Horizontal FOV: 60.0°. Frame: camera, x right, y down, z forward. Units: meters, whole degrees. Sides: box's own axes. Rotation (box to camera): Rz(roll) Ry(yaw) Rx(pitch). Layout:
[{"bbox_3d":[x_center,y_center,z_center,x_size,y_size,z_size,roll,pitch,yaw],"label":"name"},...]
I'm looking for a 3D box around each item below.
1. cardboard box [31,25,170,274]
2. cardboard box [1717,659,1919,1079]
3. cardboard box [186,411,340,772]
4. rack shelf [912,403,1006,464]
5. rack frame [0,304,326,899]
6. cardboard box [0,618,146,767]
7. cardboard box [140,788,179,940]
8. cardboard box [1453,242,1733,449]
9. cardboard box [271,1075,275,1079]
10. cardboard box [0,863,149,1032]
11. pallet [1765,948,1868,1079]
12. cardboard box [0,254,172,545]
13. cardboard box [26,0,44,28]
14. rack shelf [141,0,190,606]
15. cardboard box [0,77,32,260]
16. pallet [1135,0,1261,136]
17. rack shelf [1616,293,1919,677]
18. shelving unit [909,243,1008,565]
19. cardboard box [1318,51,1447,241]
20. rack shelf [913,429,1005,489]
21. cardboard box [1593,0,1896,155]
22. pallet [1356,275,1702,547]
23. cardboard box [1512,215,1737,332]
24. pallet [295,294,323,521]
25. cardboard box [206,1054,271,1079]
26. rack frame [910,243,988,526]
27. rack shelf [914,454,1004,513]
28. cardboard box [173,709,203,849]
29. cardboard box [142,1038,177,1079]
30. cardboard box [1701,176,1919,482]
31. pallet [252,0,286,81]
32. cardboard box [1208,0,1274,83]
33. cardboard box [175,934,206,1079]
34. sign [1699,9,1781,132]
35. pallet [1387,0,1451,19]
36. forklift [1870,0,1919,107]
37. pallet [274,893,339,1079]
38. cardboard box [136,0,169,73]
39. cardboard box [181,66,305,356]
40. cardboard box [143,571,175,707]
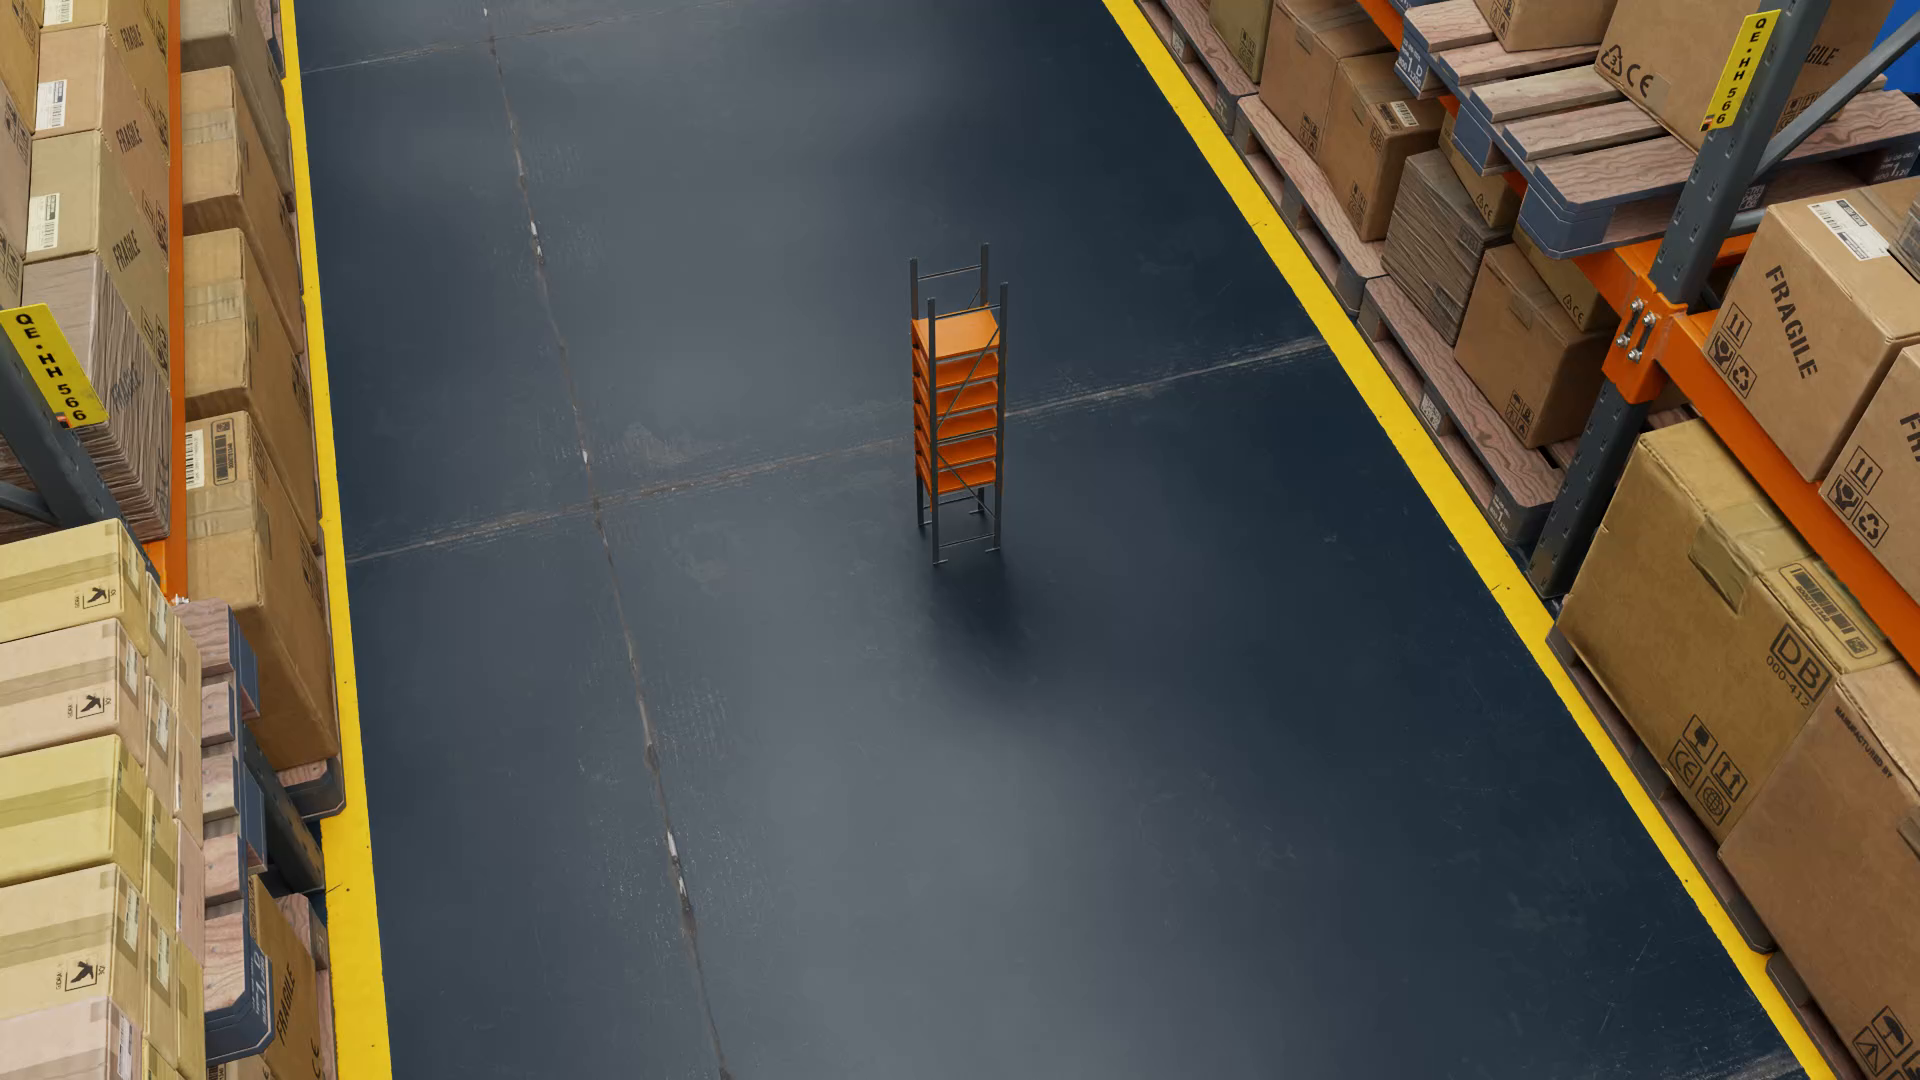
[{"bbox_3d":[-2.534,-1.031,4.592,0.500,0.500,0.500,-13,51,-11],"label":"cardboard box"},{"bbox_3d":[2.852,0.792,4.235,1.225,0.875,0.875,-13,51,-11],"label":"cardboard box"},{"bbox_3d":[-2.451,0.254,4.771,1.050,0.750,0.750,-14,51,-11],"label":"cardboard box"},{"bbox_3d":[-0.004,-0.369,5.334,0.258,0.103,0.180,-13,51,-11],"label":"rack shelf"},{"bbox_3d":[-2.357,0.129,3.679,1.000,3.000,0.127,-13,51,-11],"label":"rack frame"},{"bbox_3d":[-1.702,0.321,3.018,0.380,0.149,0.250,-14,51,-11],"label":"cardboard box"},{"bbox_3d":[-1.615,0.623,2.958,0.380,0.149,0.250,-12,51,-10],"label":"cardboard box"},{"bbox_3d":[2.194,-0.740,5.759,0.700,0.500,0.500,-16,52,-13],"label":"cardboard box"},{"bbox_3d":[-1.763,1.601,3.799,0.500,0.500,0.500,-11,51,-10],"label":"cardboard box"},{"bbox_3d":[-1.542,0.707,2.693,0.380,0.149,0.250,-12,51,-10],"label":"cardboard box"},{"bbox_3d":[2.929,1.462,4.379,1.003,0.211,1.213,-13,51,-11],"label":"pallet"},{"bbox_3d":[-2.232,-0.292,3.969,0.500,0.500,0.500,-13,51,-11],"label":"cardboard box"},{"bbox_3d":[-2.936,-1.672,4.478,0.700,0.500,0.500,-14,51,-11],"label":"cardboard box"},{"bbox_3d":[-2.948,-1.100,5.186,1.077,0.370,4.000,-13,51,-11],"label":"rack shelf"},{"bbox_3d":[-2.631,-0.925,3.848,0.700,0.500,0.500,-14,51,-12],"label":"cardboard box"},{"bbox_3d":[1.460,-2.373,7.612,1.003,0.211,1.213,-13,51,-11],"label":"pallet"},{"bbox_3d":[3.003,0.774,3.606,1.077,0.370,4.000,-13,51,-11],"label":"rack shelf"},{"bbox_3d":[-0.004,-0.397,5.300,0.258,1.200,0.189,-13,51,-11],"label":"shelving unit"},{"bbox_3d":[1.843,-1.554,6.446,0.700,0.500,0.500,-9,51,-8],"label":"cardboard box"},{"bbox_3d":[-0.004,-0.291,5.426,0.258,0.103,0.180,-13,51,-11],"label":"rack shelf"},{"bbox_3d":[2.213,-1.472,4.689,0.500,0.500,0.500,-19,52,-15],"label":"cardboard box"},{"bbox_3d":[2.181,-0.591,6.110,1.003,0.211,1.213,-13,51,-11],"label":"pallet"},{"bbox_3d":[2.184,-0.979,5.470,0.500,0.250,0.500,-11,51,-9],"label":"cardboard box"},{"bbox_3d":[-2.875,-0.454,5.995,1.003,0.211,1.213,-13,51,-11],"label":"pallet"},{"bbox_3d":[-1.744,1.364,3.508,0.500,0.250,0.500,-13,51,-10],"label":"cardboard box"},{"bbox_3d":[-0.031,-0.464,5.357,0.240,1.200,0.006,-13,51,-11],"label":"rack frame"},{"bbox_3d":[-0.004,-0.214,5.518,0.258,0.103,0.180,-13,51,-11],"label":"rack shelf"},{"bbox_3d":[-1.700,0.513,3.245,0.380,0.149,0.250,-13,51,-11],"label":"cardboard box"},{"bbox_3d":[-1.470,0.988,2.650,0.380,0.149,0.250,-14,51,-11],"label":"cardboard box"},{"bbox_3d":[2.295,-0.534,4.173,0.500,0.500,0.500,-12,51,-10],"label":"cardboard box"},{"bbox_3d":[-3.690,-2.467,7.691,1.003,0.211,1.213,-13,51,-11],"label":"pallet"},{"bbox_3d":[1.512,-2.370,7.133,0.700,0.500,0.500,-14,51,-11],"label":"cardboard box"},{"bbox_3d":[-1.554,0.883,2.933,0.380,0.149,0.250,-14,51,-11],"label":"cardboard box"},{"bbox_3d":[1.895,-1.137,4.041,0.100,0.325,0.005,-13,51,-11],"label":"sign"},{"bbox_3d":[1.787,-2.293,5.847,1.003,0.211,1.213,-13,51,-11],"label":"pallet"},{"bbox_3d":[4.598,-2.907,6.284,3.031,2.935,1.130,8,50,7],"label":"forklift"},{"bbox_3d":[-2.127,1.599,4.264,1.003,0.211,1.213,-13,51,-11],"label":"pallet"},{"bbox_3d":[-2.831,-1.766,5.211,0.500,0.500,0.500,-13,51,-11],"label":"cardboard box"},{"bbox_3d":[-2.989,-1.064,5.882,1.050,0.750,0.750,-13,51,-11],"label":"cardboard box"},{"bbox_3d":[-1.776,0.237,3.284,0.380,0.149,0.250,-12,51,-10],"label":"cardboard box"}]
